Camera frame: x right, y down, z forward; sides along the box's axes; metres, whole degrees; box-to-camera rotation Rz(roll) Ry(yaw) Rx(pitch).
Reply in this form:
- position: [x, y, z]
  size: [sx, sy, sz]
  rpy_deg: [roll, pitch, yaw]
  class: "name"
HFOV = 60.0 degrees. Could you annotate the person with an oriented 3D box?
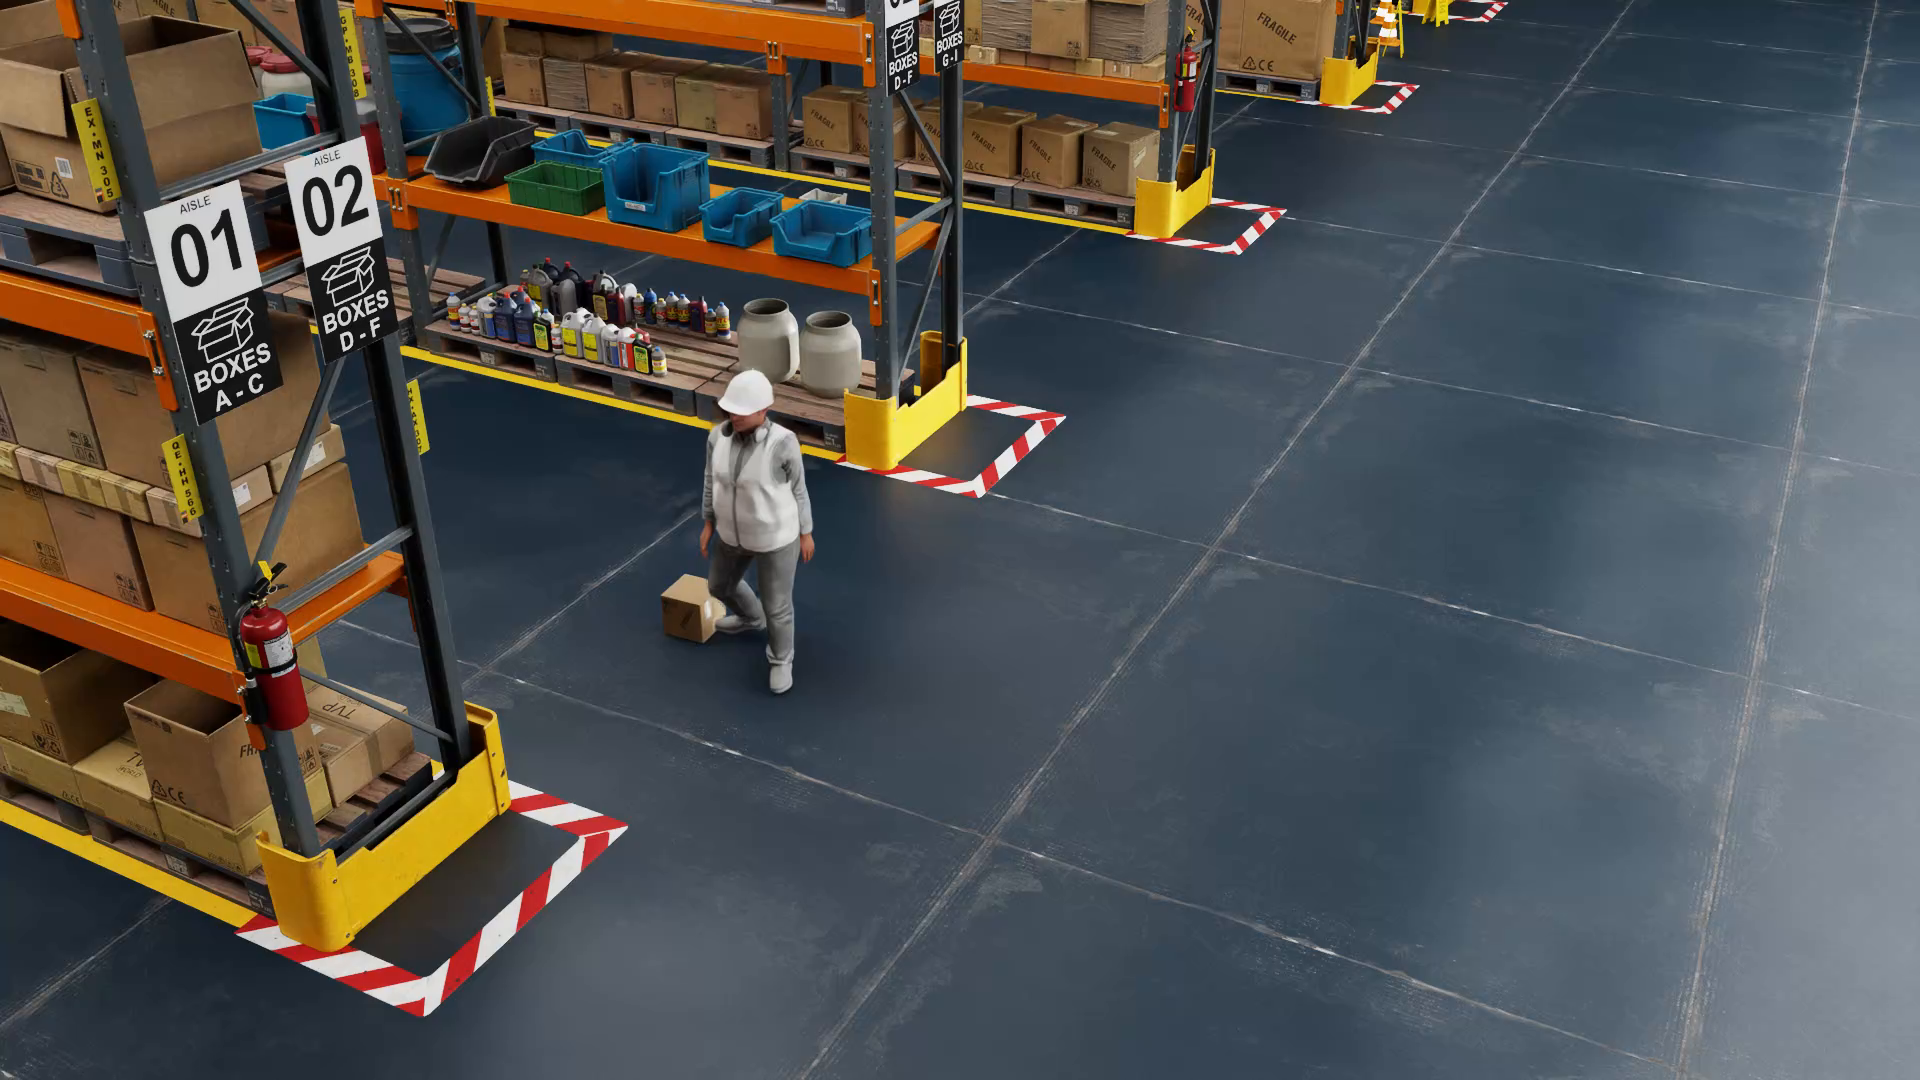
- position: [-1.076, -0.095, 8.427]
  size: [0.727, 1.765, 0.524]
  rpy_deg: [15, 33, 24]
  class: "person"
